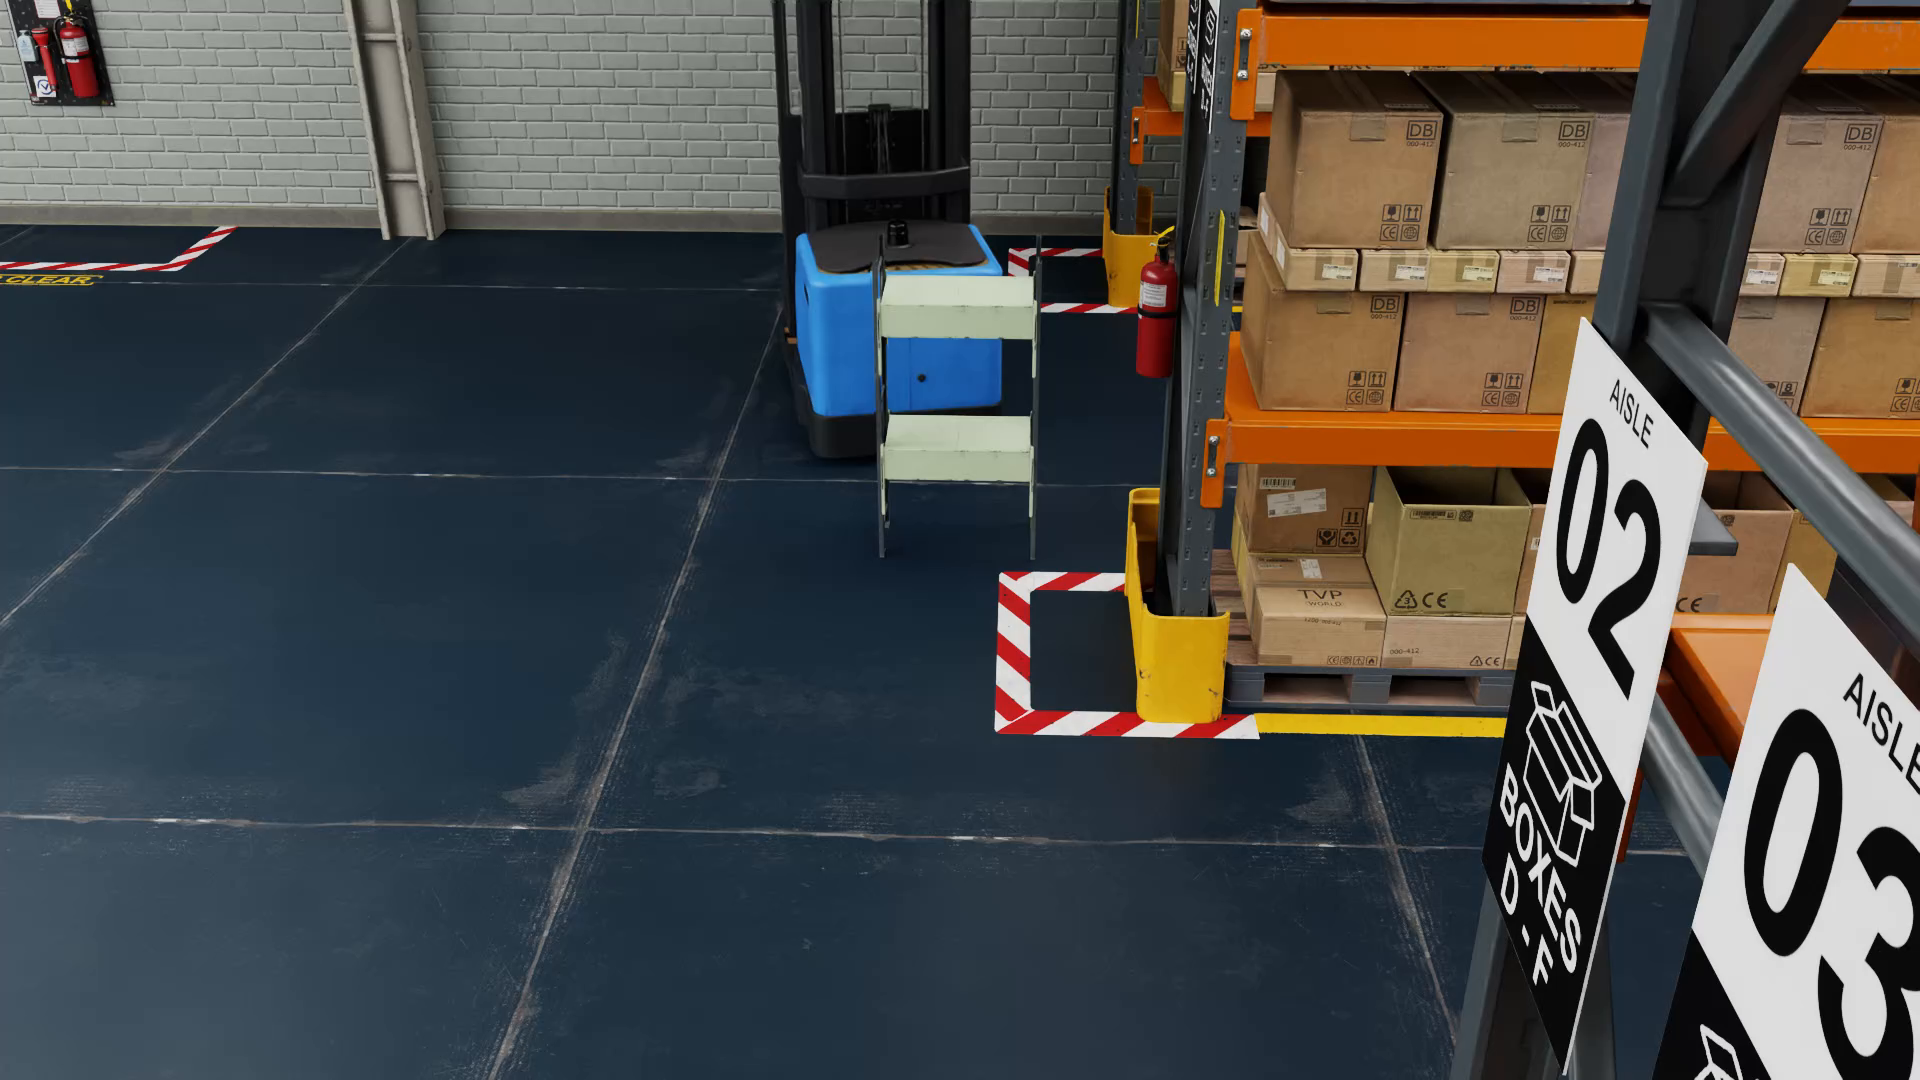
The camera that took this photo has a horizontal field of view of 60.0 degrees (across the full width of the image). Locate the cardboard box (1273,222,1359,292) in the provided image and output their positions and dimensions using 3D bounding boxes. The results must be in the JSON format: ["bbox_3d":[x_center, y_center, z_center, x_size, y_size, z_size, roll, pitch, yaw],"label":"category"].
[{"bbox_3d":[1.335,-1.070,6.266,0.250,0.149,0.380,1,28,1],"label":"cardboard box"}]

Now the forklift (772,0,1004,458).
[{"bbox_3d":[-0.526,-2.403,9.653,1.130,2.935,3.031,-5,28,-9],"label":"forklift"}]

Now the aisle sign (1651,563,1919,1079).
[{"bbox_3d":[0.690,0.460,1.405,0.004,0.787,0.394,1,28,2],"label":"aisle sign"}]

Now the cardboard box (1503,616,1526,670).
[{"bbox_3d":[2.478,0.311,6.948,0.500,0.250,0.500,1,28,2],"label":"cardboard box"}]

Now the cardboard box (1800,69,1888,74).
[{"bbox_3d":[5.627,-3.313,10.721,0.500,0.500,0.700,1,28,2],"label":"cardboard box"}]

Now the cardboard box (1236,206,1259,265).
[{"bbox_3d":[1.810,-2.118,11.444,0.500,0.311,0.500,-2,28,-4],"label":"cardboard box"}]

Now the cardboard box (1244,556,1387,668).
[{"bbox_3d":[1.479,0.296,6.976,0.500,0.250,0.500,1,28,2],"label":"cardboard box"}]

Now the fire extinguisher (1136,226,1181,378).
[{"bbox_3d":[0.849,-1.032,7.076,0.183,0.674,0.296,1,28,2],"label":"fire extinguisher"}]

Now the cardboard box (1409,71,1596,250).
[{"bbox_3d":[1.995,-1.443,6.277,0.500,0.500,0.700,0,28,0],"label":"cardboard box"}]

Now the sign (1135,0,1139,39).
[{"bbox_3d":[1.103,-3.294,10.336,0.005,0.325,0.100,1,28,2],"label":"sign"}]

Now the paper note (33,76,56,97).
[{"bbox_3d":[-6.787,-3.362,12.331,0.142,0.148,0.016,1,28,2],"label":"paper note"}]

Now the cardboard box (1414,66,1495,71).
[{"bbox_3d":[3.114,-3.263,10.541,0.500,0.500,0.500,2,28,3],"label":"cardboard box"}]

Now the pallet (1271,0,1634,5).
[{"bbox_3d":[1.656,-2.109,5.917,1.213,0.211,1.003,1,28,2],"label":"pallet"}]

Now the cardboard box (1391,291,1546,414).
[{"bbox_3d":[1.942,-0.870,6.582,0.500,0.500,0.700,2,28,3],"label":"cardboard box"}]

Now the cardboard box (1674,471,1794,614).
[{"bbox_3d":[2.978,-0.009,6.752,0.500,0.500,0.500,1,28,2],"label":"cardboard box"}]

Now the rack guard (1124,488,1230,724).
[{"bbox_3d":[0.927,0.258,7.230,0.348,0.500,1.175,1,28,2],"label":"rack guard"}]

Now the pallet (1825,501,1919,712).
[{"bbox_3d":[1.595,0.290,1.500,1.213,0.211,1.003,1,28,2],"label":"pallet"}]

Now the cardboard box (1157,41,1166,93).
[{"bbox_3d":[1.596,-3.191,11.205,0.500,0.250,0.500,1,28,3],"label":"cardboard box"}]

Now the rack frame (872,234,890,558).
[{"bbox_3d":[-0.372,-0.669,7.910,0.023,1.500,0.400,1,28,2],"label":"rack frame"}]

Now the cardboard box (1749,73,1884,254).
[{"bbox_3d":[3.000,-1.427,6.247,0.500,0.500,0.700,1,28,2],"label":"cardboard box"}]

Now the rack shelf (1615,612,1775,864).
[{"bbox_3d":[2.771,0.498,1.674,4.000,0.370,1.077,1,28,2],"label":"rack shelf"}]

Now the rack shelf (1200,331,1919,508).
[{"bbox_3d":[2.949,-0.495,6.750,4.000,0.370,1.077,1,28,2],"label":"rack shelf"}]

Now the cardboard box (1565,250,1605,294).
[{"bbox_3d":[2.367,-1.053,6.235,0.250,0.149,0.380,0,28,0],"label":"cardboard box"}]

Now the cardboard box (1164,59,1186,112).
[{"bbox_3d":[1.598,-2.951,10.753,0.500,0.250,0.500,0,28,0],"label":"cardboard box"}]

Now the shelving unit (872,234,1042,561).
[{"bbox_3d":[-0.007,-0.663,7.899,0.755,1.500,0.431,1,28,2],"label":"shelving unit"}]

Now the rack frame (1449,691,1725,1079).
[{"bbox_3d":[0.772,1.472,2.270,0.127,3.000,1.000,1,28,2],"label":"rack frame"}]

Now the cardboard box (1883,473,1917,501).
[{"bbox_3d":[3.978,-0.001,6.736,0.500,0.500,0.500,1,28,2],"label":"cardboard box"}]

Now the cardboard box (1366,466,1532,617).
[{"bbox_3d":[1.978,-0.028,6.787,0.500,0.500,0.500,1,28,2],"label":"cardboard box"}]

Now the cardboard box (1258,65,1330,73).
[{"bbox_3d":[2.082,-3.278,10.568,0.500,0.500,0.500,1,28,2],"label":"cardboard box"}]

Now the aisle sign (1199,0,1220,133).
[{"bbox_3d":[0.874,-1.853,5.767,0.004,0.787,0.394,1,28,2],"label":"aisle sign"}]

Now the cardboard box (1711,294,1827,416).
[{"bbox_3d":[2.964,-0.852,6.549,0.500,0.500,0.700,2,28,3],"label":"cardboard box"}]

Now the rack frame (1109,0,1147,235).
[{"bbox_3d":[1.122,-3.165,11.018,0.127,3.000,1.000,1,28,2],"label":"rack frame"}]

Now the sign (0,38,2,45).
[{"bbox_3d":[-7.162,-3.789,12.158,0.234,0.329,0.001,1,28,2],"label":"sign"}]

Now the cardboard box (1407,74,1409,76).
[{"bbox_3d":[2.626,-2.938,10.728,0.500,0.250,0.500,1,28,1],"label":"cardboard box"}]

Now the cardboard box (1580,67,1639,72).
[{"bbox_3d":[4.137,-3.241,10.500,0.500,0.500,0.500,1,28,2],"label":"cardboard box"}]

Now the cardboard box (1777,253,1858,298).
[{"bbox_3d":[3.134,-1.040,6.210,0.250,0.149,0.380,2,28,3],"label":"cardboard box"}]

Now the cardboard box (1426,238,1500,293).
[{"bbox_3d":[1.848,-1.062,6.251,0.250,0.149,0.380,1,28,2],"label":"cardboard box"}]

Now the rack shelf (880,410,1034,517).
[{"bbox_3d":[-0.007,-0.375,8.052,0.720,0.370,0.431,1,28,2],"label":"rack shelf"}]

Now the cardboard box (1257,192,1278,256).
[{"bbox_3d":[1.339,-1.260,6.625,0.250,0.149,0.380,0,28,1],"label":"cardboard box"}]

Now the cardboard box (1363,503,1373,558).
[{"bbox_3d":[1.997,0.056,7.429,0.500,0.250,0.500,1,28,2],"label":"cardboard box"}]
